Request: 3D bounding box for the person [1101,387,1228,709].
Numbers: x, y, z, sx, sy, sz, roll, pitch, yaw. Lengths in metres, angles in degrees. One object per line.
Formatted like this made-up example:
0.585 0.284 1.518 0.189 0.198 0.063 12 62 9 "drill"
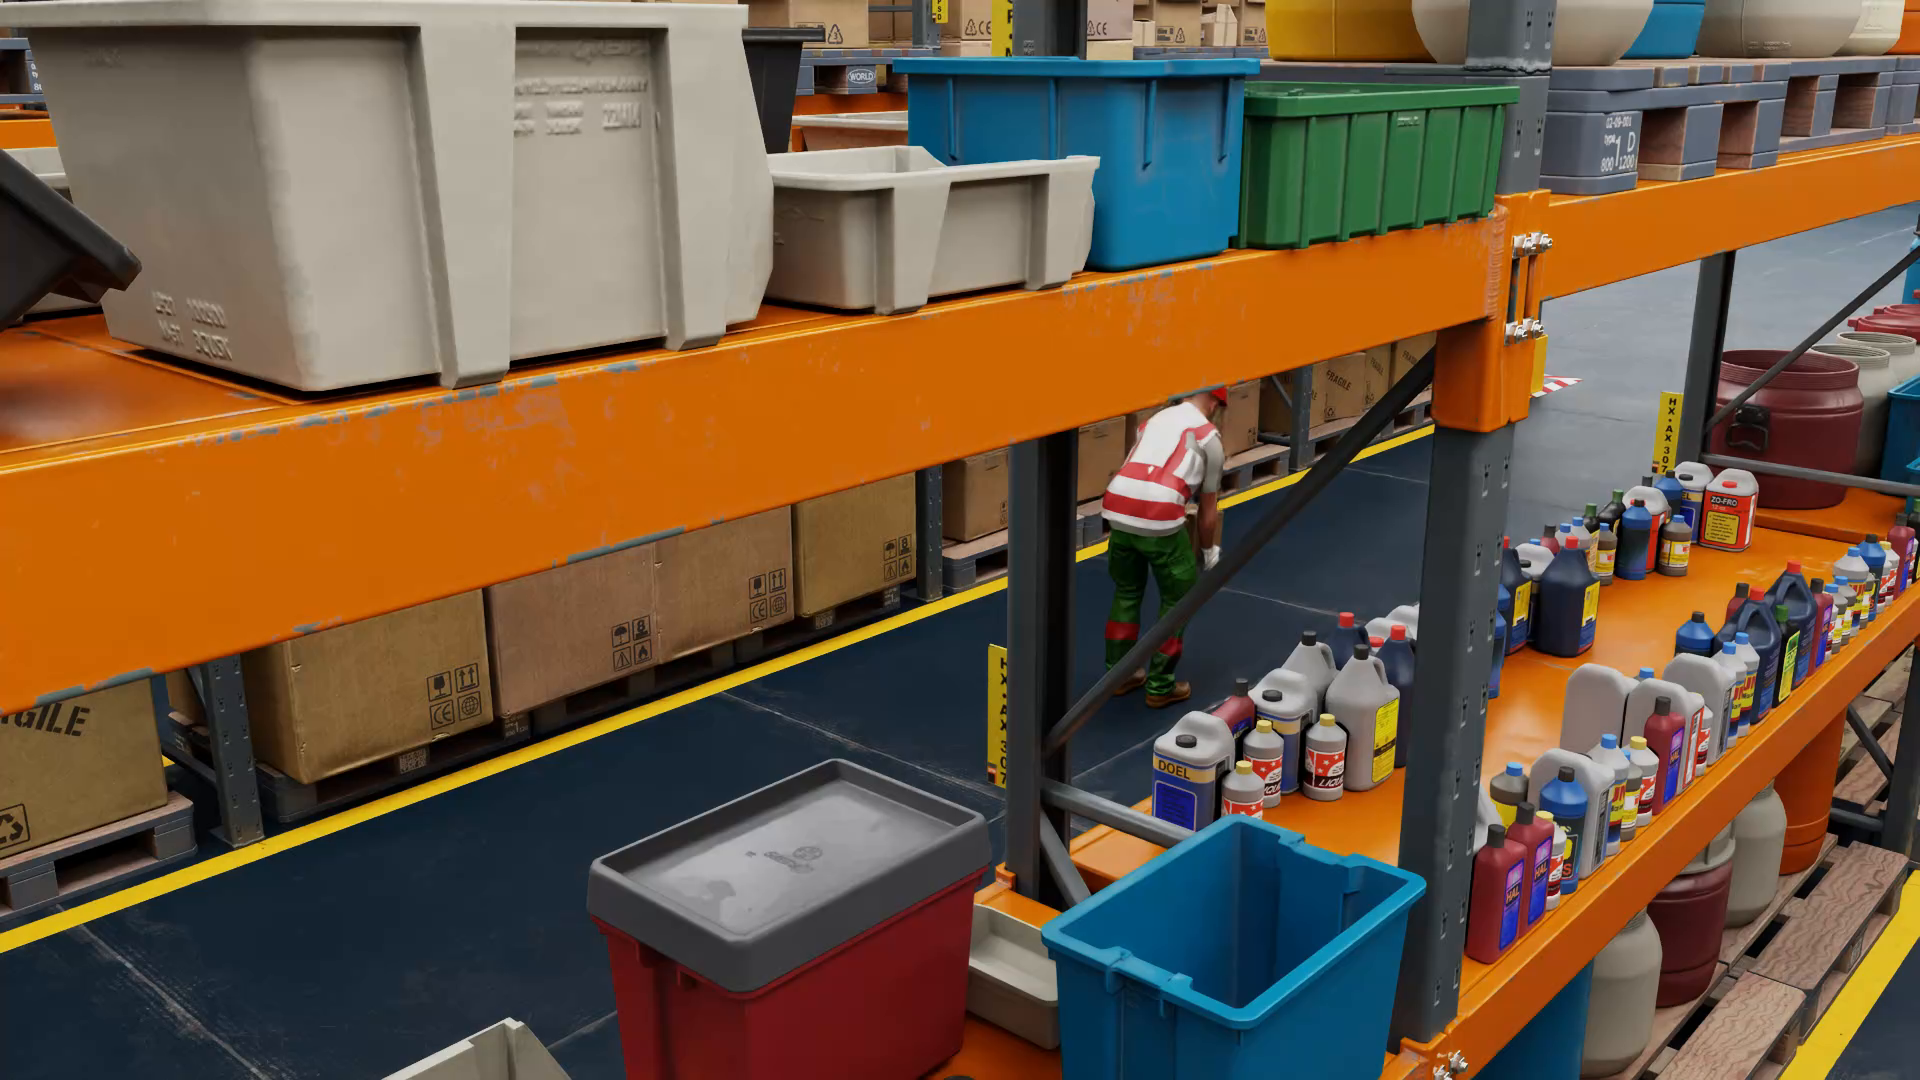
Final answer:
1.020 -0.027 8.015 0.485 1.541 0.819 14 22 38 "person"
